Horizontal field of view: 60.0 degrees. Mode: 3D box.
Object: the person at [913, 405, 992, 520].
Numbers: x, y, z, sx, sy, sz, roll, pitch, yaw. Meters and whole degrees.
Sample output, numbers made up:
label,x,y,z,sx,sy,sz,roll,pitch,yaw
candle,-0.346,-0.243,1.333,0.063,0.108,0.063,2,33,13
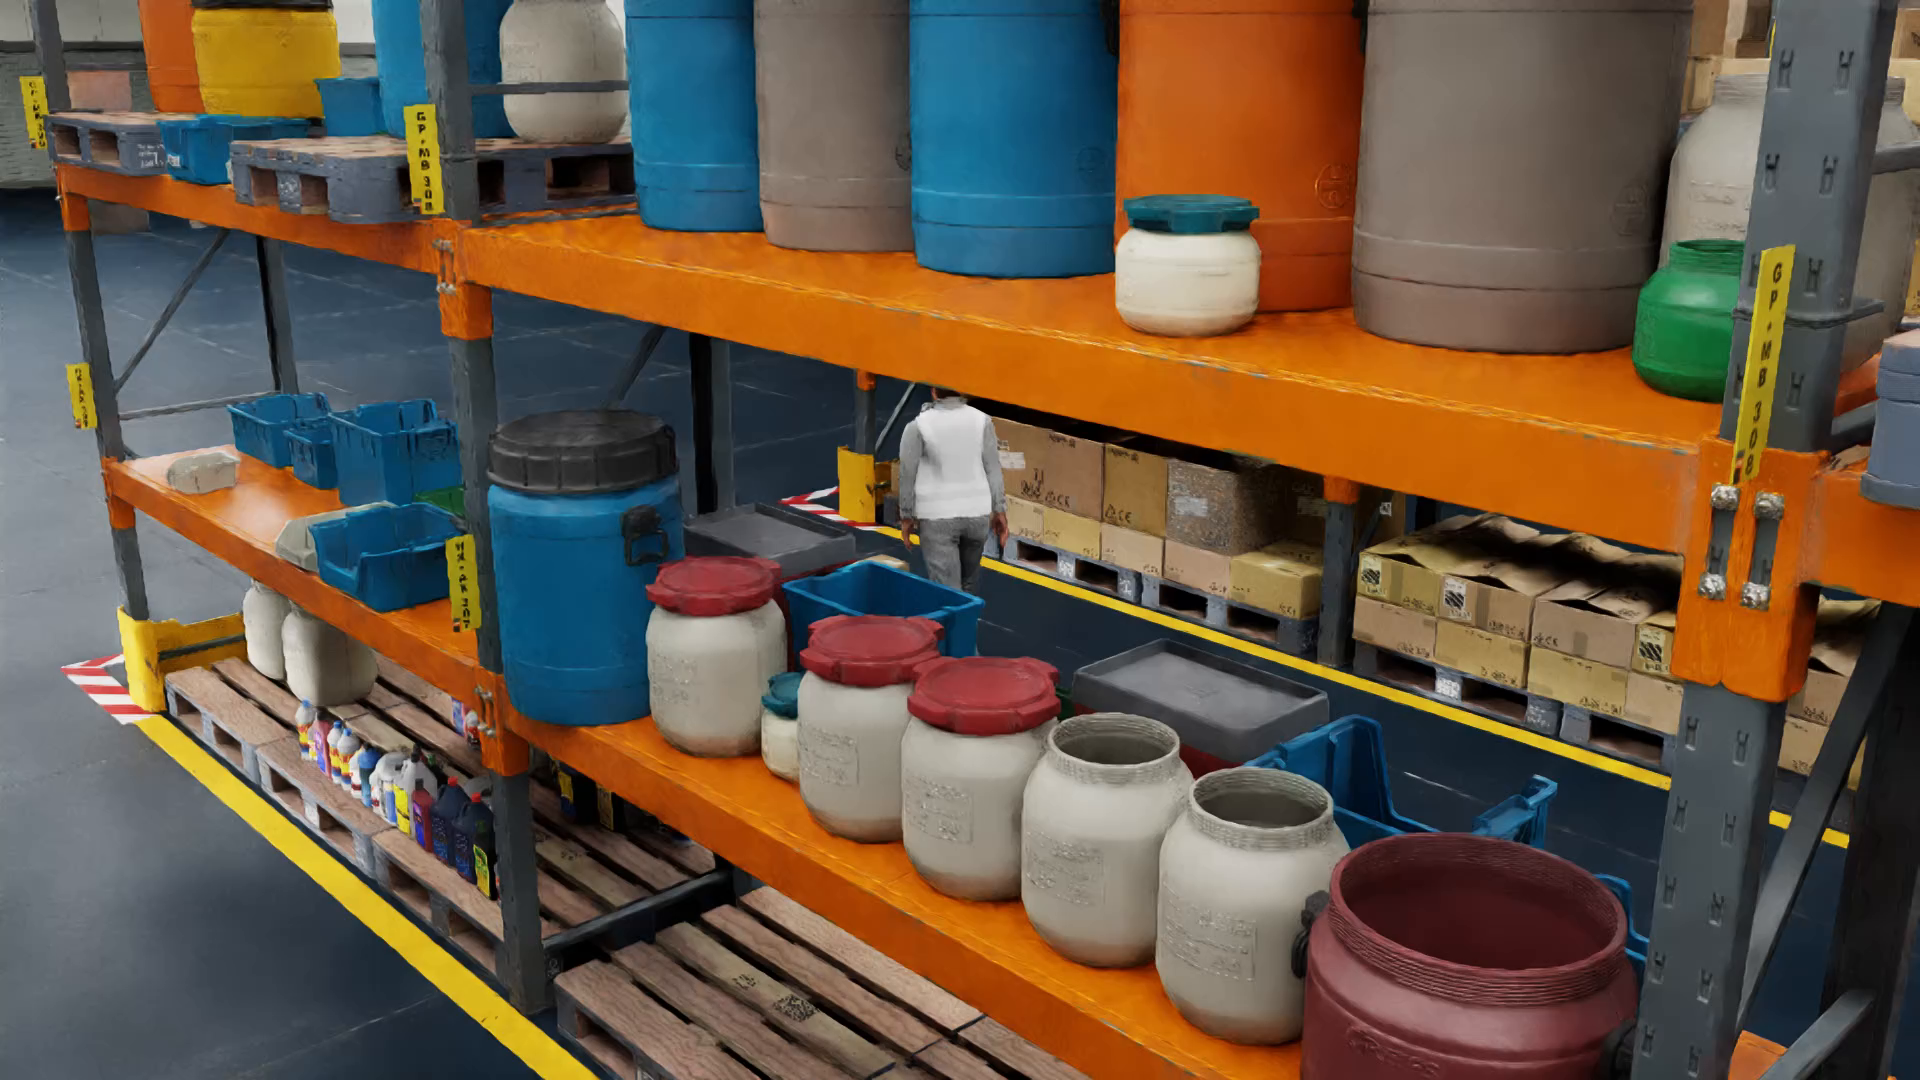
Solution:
label,x,y,z,sx,sy,sz,roll,pitch,yaw
person,-0.045,-0.155,9.055,0.474,1.741,0.925,-6,18,-20
